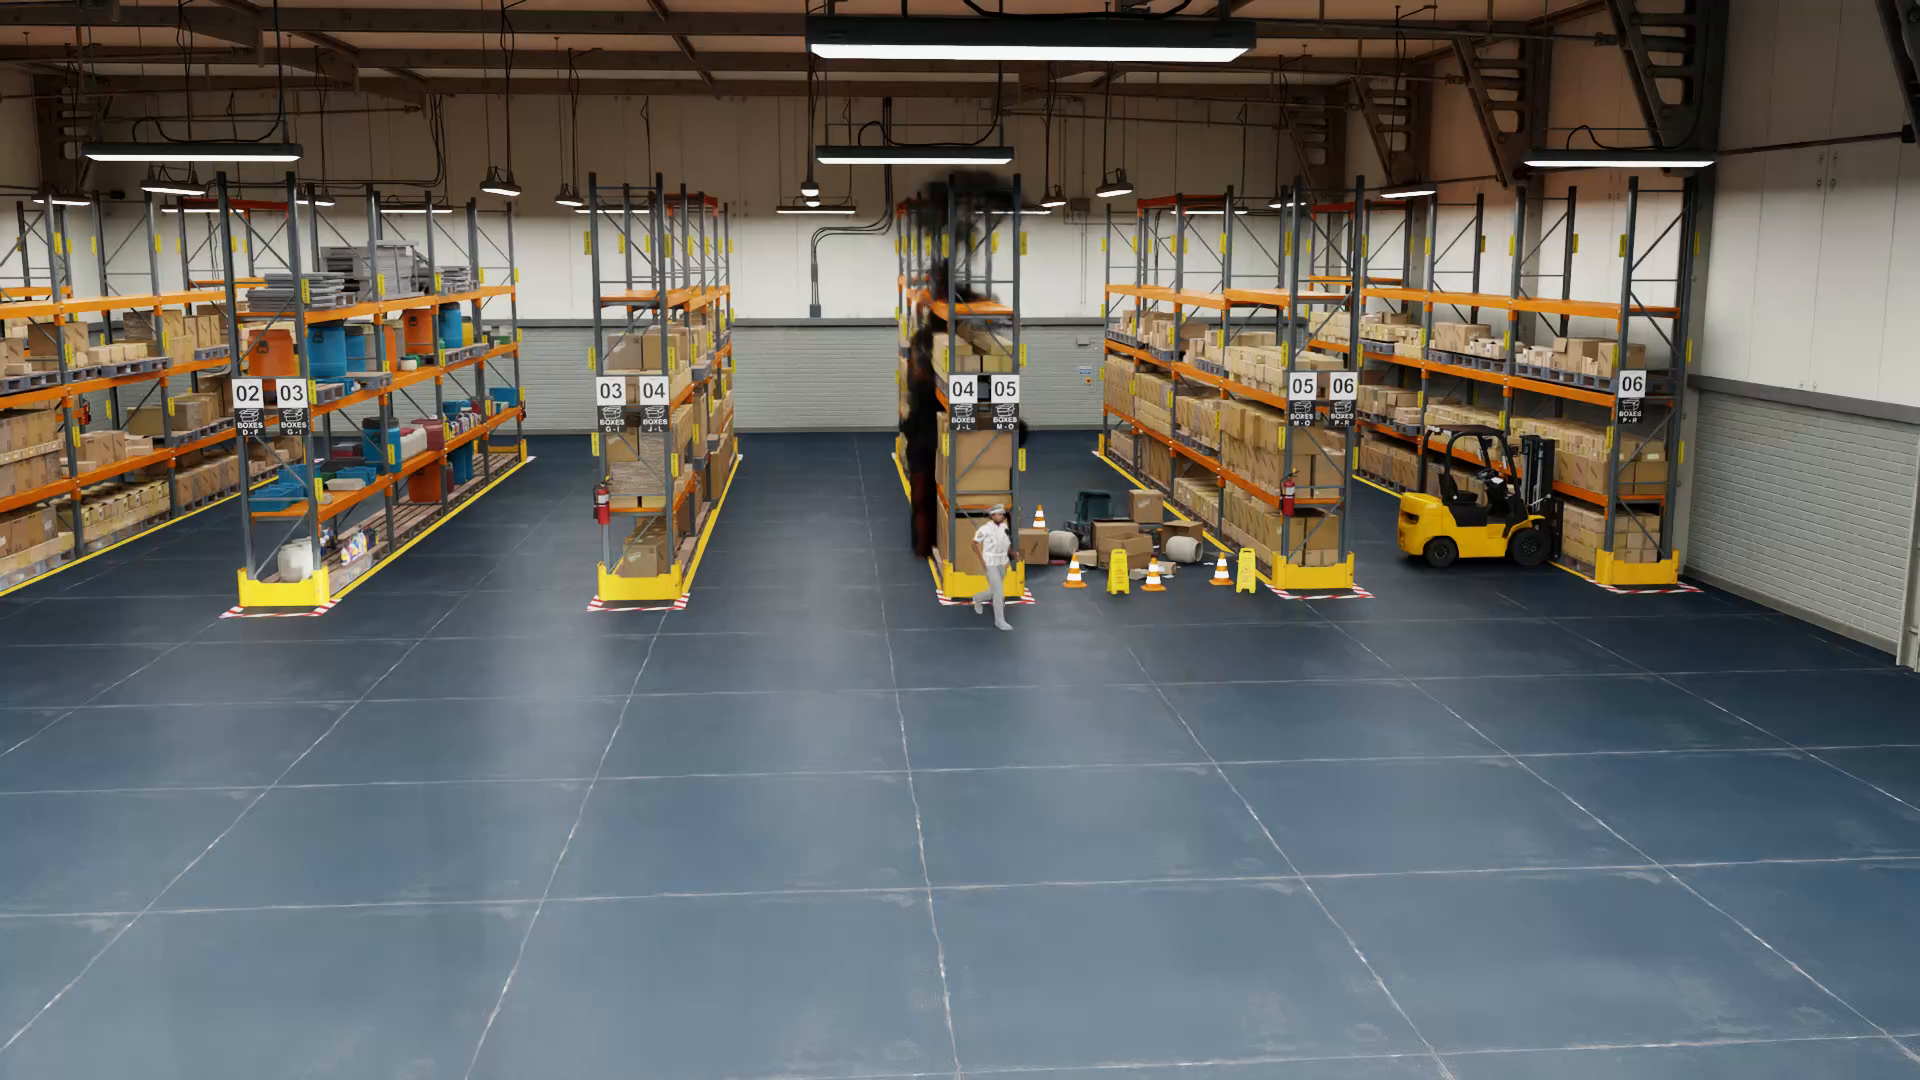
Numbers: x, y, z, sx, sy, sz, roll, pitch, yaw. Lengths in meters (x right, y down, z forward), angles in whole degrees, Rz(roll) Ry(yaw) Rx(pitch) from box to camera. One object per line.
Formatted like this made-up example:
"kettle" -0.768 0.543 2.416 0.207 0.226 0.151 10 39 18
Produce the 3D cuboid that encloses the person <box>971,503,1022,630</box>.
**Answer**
"person" 0.405 0.319 22.152 0.556 1.677 0.841 -9 13 -41
